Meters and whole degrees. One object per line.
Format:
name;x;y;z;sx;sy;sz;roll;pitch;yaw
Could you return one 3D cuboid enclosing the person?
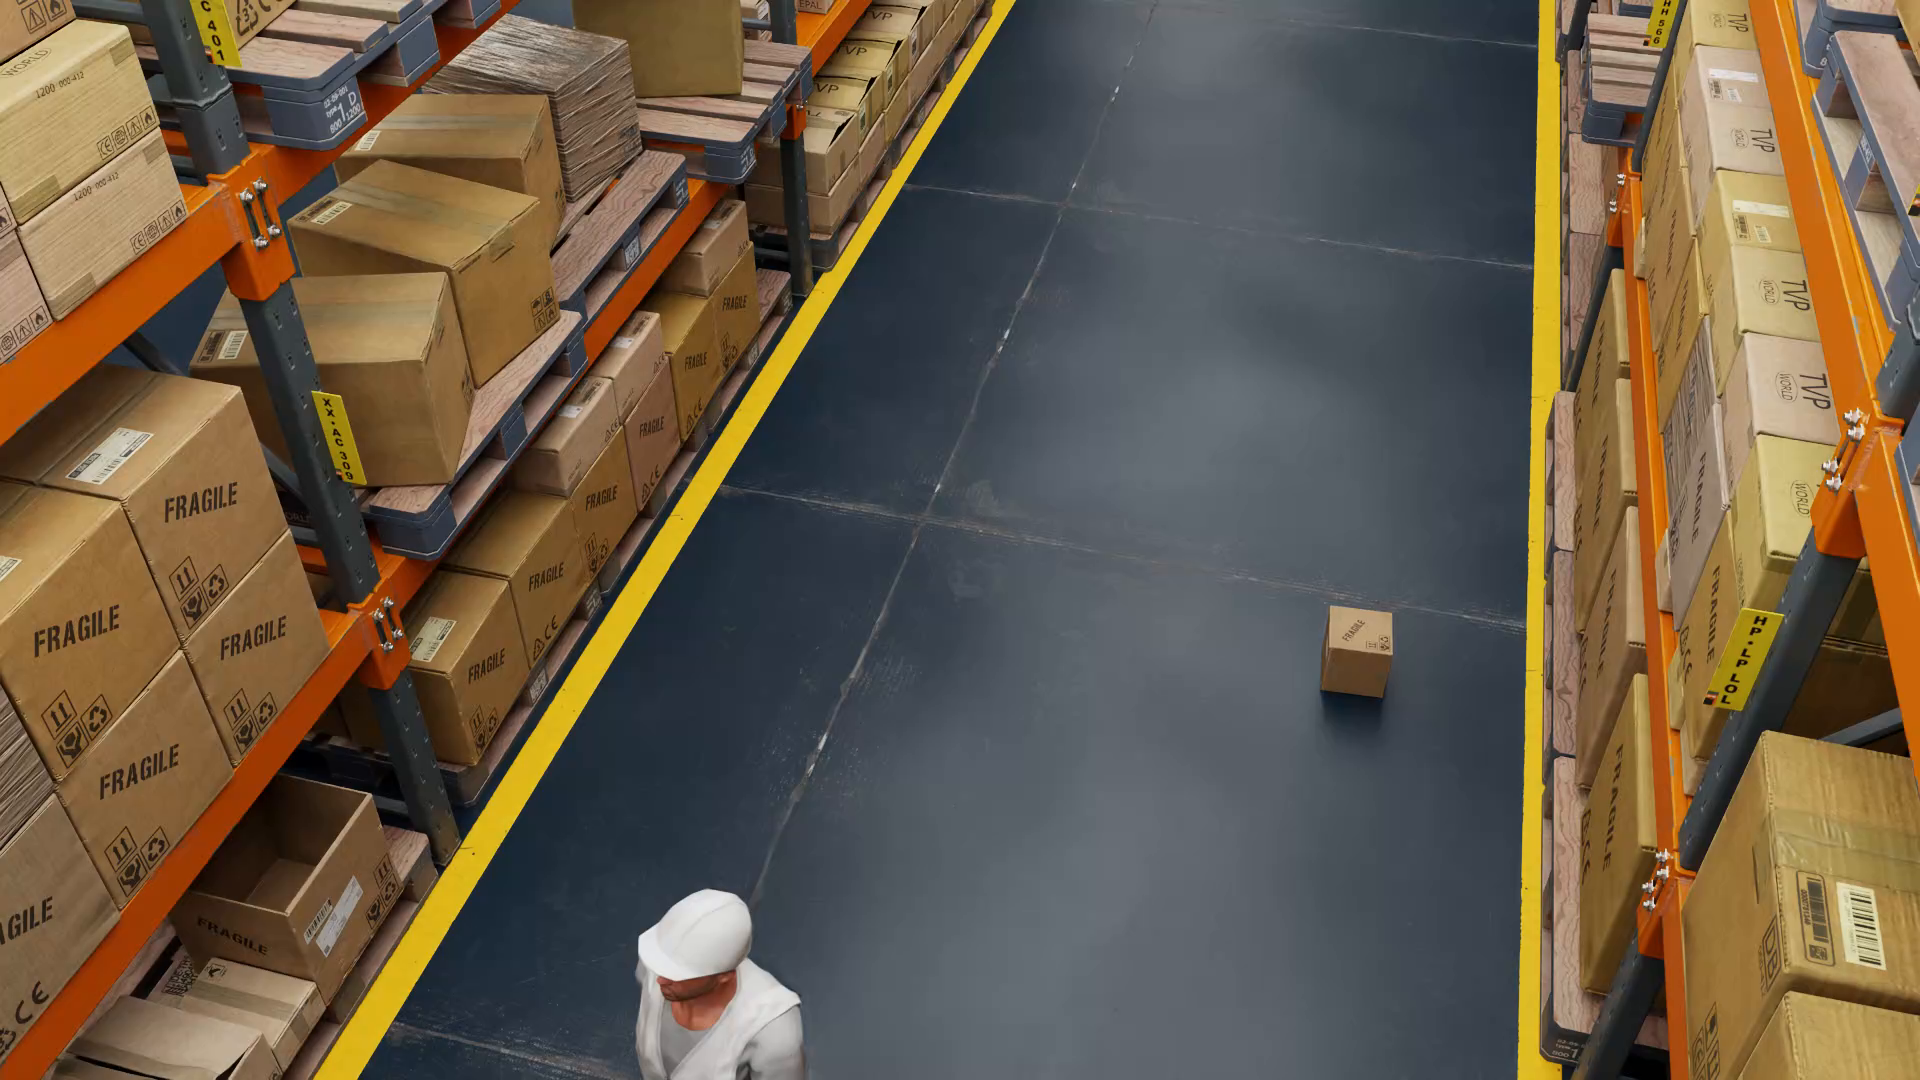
person;-0.646;1.554;4.308;0.530;1.812;0.466;23;46;24
